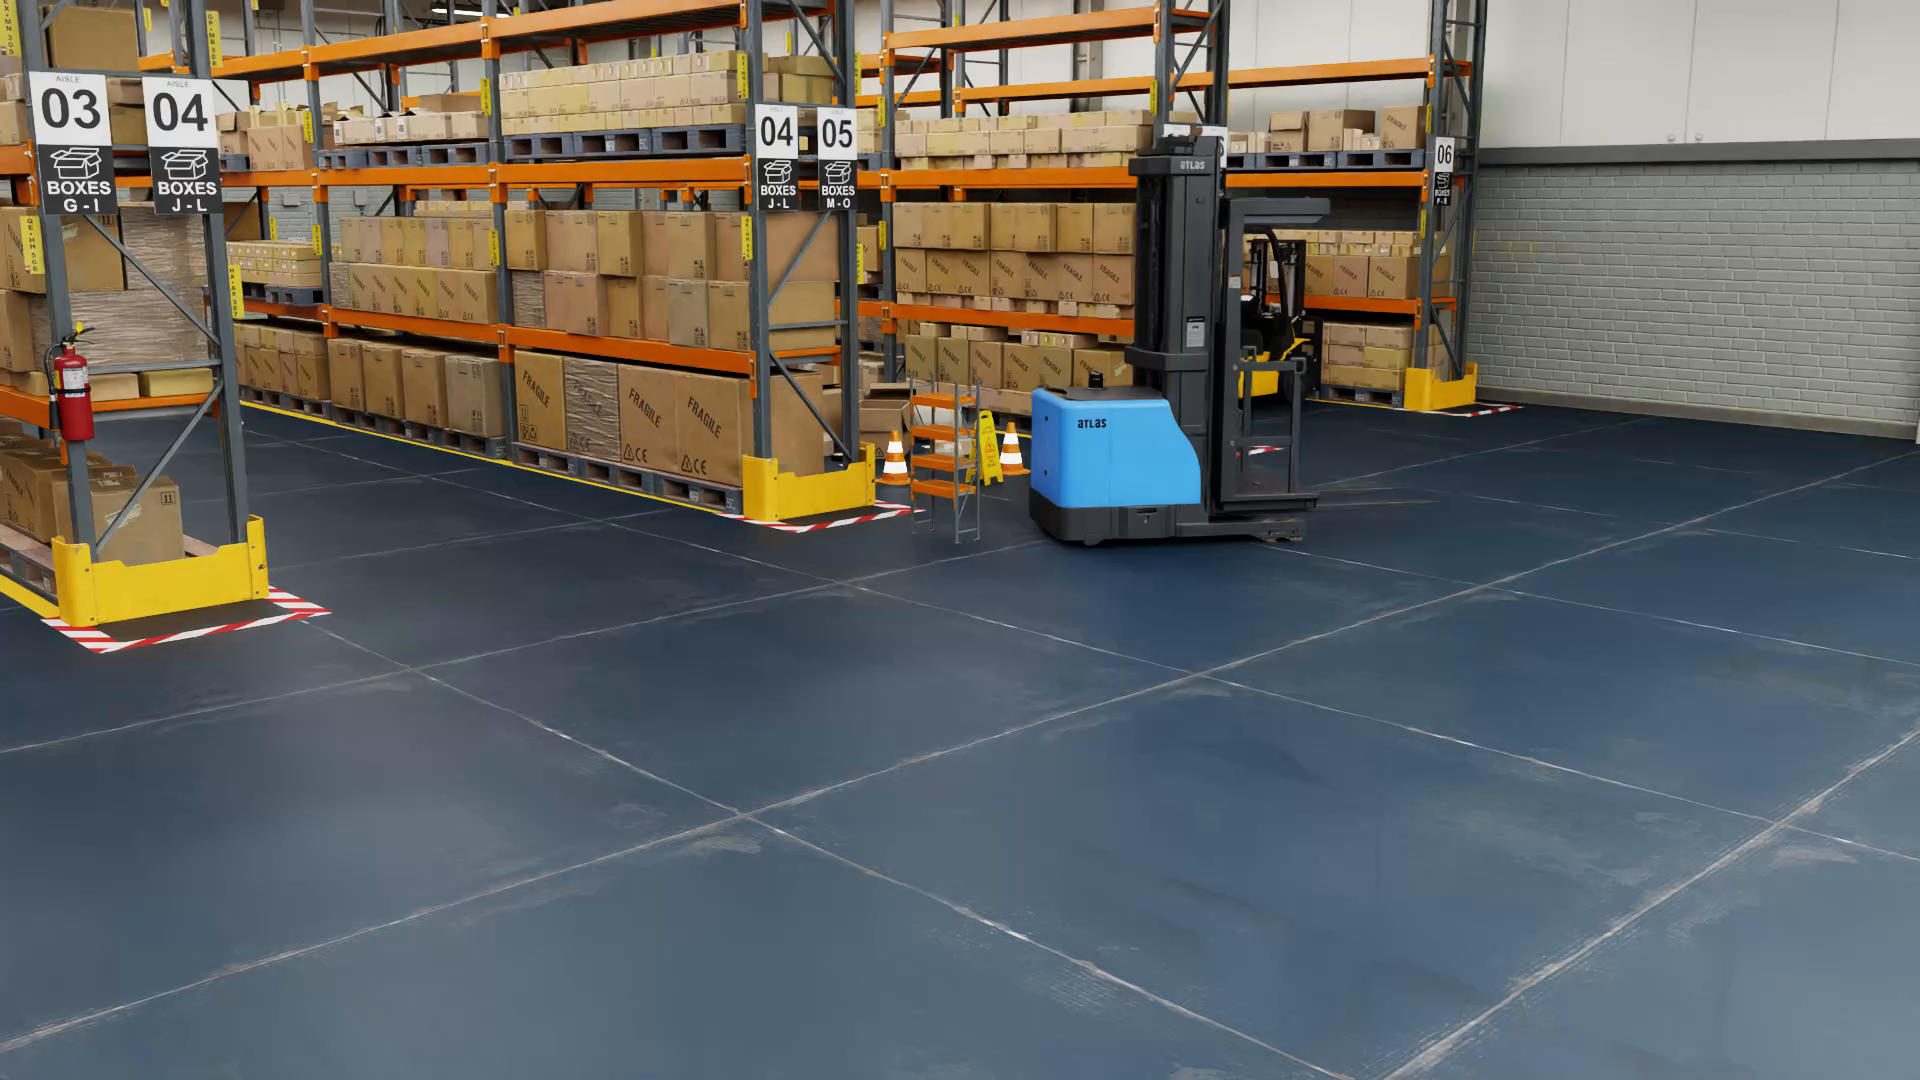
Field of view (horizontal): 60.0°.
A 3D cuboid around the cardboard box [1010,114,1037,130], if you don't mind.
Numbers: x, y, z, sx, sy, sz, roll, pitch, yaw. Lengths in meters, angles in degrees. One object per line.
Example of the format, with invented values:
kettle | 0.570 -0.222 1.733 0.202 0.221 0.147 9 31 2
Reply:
cardboard box | 0.744 -4.385 17.475 0.380 0.149 0.250 -10 16 -41

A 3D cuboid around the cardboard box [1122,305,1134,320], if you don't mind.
cardboard box | 1.861 -2.323 16.875 0.380 0.149 0.250 -10 15 -41

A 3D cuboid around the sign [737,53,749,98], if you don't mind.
sign | -1.638 -3.507 12.569 0.100 0.325 0.005 -11 16 -43

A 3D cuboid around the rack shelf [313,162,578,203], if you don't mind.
rack shelf | -5.379 -3.709 17.330 1.077 0.370 4.000 -11 16 -43

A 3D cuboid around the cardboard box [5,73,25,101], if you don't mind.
cardboard box | -5.311 -2.628 9.685 0.380 0.149 0.250 -11 16 -43

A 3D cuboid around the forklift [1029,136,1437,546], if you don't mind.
forklift | 2.107 -1.519 12.522 3.031 2.935 1.130 -2 12 -11

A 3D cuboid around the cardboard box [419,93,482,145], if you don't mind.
cardboard box | -5.358 -4.442 17.570 0.500 0.500 0.500 -11 16 -43

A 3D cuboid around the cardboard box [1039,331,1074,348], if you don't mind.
cardboard box | 1.059 -2.127 17.610 0.380 0.149 0.250 -11 16 -42

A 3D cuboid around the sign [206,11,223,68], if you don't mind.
sign | -4.501 -3.013 10.003 0.100 0.325 0.005 -11 16 -43

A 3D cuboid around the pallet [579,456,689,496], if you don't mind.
pallet | -2.683 -0.635 14.969 1.003 0.211 1.213 -11 16 -43

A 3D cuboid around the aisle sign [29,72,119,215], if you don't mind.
aisle sign | -5.067 -2.263 9.518 0.394 0.787 0.004 -11 16 -43

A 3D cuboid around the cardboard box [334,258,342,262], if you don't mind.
cardboard box | -7.138 -3.250 19.599 0.380 0.149 0.250 -10 15 -40

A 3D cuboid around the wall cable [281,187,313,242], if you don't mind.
wall cable | -12.686 -6.089 31.936 0.585 1.953 0.123 -11 16 -43

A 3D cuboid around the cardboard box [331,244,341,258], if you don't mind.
cardboard box | -7.293 -3.428 19.724 0.380 0.149 0.250 -11 16 -43

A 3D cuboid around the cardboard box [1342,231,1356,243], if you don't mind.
cardboard box | 4.951 -3.761 20.643 0.380 0.149 0.250 -11 16 -42

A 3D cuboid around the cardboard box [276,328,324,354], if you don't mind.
cardboard box | -7.779 -2.368 19.769 0.500 0.250 0.500 -11 16 -42

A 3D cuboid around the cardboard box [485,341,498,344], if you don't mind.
cardboard box | -6.987 -3.360 26.597 0.875 0.438 0.875 11 16 43

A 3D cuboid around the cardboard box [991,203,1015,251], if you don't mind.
cardboard box | 0.749 -3.377 17.905 0.700 0.500 0.500 -11 16 -43

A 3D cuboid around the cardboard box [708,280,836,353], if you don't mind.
cardboard box | -1.525 -1.838 13.527 0.875 0.550 0.550 -11 16 -43

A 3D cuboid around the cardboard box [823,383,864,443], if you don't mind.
cardboard box | -1.421 -1.304 17.157 0.797 0.637 0.503 -11 16 -43

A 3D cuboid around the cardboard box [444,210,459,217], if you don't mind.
cardboard box | -7.927 -5.037 26.699 0.500 0.500 0.500 -11 16 -43

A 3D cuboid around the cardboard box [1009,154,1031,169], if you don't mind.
cardboard box | 0.733 -3.998 17.574 0.380 0.149 0.250 -11 16 -43

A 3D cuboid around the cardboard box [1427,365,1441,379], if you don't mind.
cardboard box | 5.664 -2.071 20.805 0.500 0.250 0.500 -11 16 -42

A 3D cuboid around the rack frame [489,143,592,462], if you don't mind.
rack frame | -3.998 -2.300 16.144 1.000 3.000 0.127 -11 16 -43

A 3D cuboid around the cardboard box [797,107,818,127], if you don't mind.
cardboard box | -1.241 -3.412 13.440 0.380 0.149 0.250 -11 16 -42

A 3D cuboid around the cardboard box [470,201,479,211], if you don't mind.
cardboard box | -7.473 -5.259 26.169 0.380 0.149 0.250 -11 16 -43

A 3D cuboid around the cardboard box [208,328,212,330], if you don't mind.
cardboard box | -10.975 -2.968 23.932 0.380 0.149 0.250 -10 15 -40

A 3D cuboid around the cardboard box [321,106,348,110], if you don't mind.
cardboard box | -7.401 -4.982 19.579 0.396 0.266 0.258 -11 16 -43

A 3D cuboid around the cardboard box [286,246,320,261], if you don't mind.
cardboard box | -7.431 -3.266 18.937 0.250 0.149 0.380 11 16 43

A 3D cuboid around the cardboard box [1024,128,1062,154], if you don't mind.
cardboard box | 1.018 -4.148 17.314 0.500 0.250 0.500 -10 16 -41

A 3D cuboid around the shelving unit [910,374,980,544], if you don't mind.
shelving unit | -0.114 -0.612 12.408 0.258 1.200 0.503 -11 16 -43

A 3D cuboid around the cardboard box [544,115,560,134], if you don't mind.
cardboard box | -3.468 -3.690 14.788 0.380 0.149 0.250 -11 16 -43

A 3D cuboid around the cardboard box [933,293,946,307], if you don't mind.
cardboard box | -0.085 -2.727 18.837 0.380 0.149 0.250 -11 16 -43

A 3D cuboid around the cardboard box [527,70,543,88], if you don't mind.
cardboard box | -3.641 -4.117 14.886 0.380 0.149 0.250 -11 16 -43

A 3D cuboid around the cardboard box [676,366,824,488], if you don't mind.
cardboard box | -1.752 -0.971 13.918 0.875 0.875 0.875 -11 16 -42

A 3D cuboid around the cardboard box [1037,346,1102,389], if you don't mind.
cardboard box | 1.170 -1.804 17.648 0.500 0.500 0.500 -10 15 -40

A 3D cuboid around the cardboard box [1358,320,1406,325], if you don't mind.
cardboard box | 5.319 -2.631 21.044 0.500 0.250 0.500 -11 16 -42

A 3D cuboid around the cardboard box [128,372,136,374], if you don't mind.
cardboard box | -5.076 -1.031 10.605 0.380 0.149 0.250 -11 16 -43

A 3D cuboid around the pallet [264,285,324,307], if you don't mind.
pallet | -7.330 -2.879 19.429 1.213 0.211 1.003 -11 16 -43

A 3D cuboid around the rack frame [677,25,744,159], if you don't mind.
rack frame | -3.250 -6.527 21.791 1.000 3.000 0.127 -11 16 -43

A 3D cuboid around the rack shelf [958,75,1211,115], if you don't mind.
rack shelf | 1.718 -6.379 23.847 1.077 0.370 4.000 -11 16 -43

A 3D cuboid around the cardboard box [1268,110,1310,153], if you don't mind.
cardboard box | 4.369 -5.173 21.106 0.797 0.503 0.637 -10 15 -41

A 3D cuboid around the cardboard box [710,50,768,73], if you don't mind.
cardboard box | -1.714 -3.710 12.909 0.380 0.149 0.250 -11 16 -42

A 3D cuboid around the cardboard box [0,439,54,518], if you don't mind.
cardboard box | -7.007 -0.459 12.359 0.500 0.500 0.500 -5 13 -25

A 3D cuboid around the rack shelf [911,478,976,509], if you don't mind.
rack shelf | -0.114 -0.351 12.461 0.258 0.148 0.480 -11 16 -43

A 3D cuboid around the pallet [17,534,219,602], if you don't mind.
pallet | -5.481 0.191 10.961 1.003 0.211 1.213 -11 16 -43

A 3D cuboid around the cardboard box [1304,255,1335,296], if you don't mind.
cardboard box | 4.626 -3.349 20.987 0.500 0.500 0.500 -11 16 -44

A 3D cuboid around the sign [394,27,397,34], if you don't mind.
sign | -9.181 -8.153 26.977 0.100 0.325 0.005 -11 16 -43

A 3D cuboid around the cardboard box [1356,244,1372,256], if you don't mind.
cardboard box | 5.087 -3.571 20.456 0.380 0.149 0.250 -11 16 -42

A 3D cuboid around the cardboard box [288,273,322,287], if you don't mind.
cardboard box | -7.434 -2.975 18.999 0.380 0.149 0.250 -11 16 -42

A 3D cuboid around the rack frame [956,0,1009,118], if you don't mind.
rack frame | 0.337 -7.219 25.151 1.000 3.000 0.127 -11 16 -43

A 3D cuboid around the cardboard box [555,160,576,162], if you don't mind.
cardboard box | -5.614 -5.727 24.055 0.500 0.500 0.500 -11 16 -44

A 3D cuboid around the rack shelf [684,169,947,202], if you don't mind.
rack shelf | -1.869 -4.414 20.750 1.077 0.370 4.000 -11 16 -43

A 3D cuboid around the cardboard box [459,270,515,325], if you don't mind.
cardboard box | -4.552 -2.388 16.322 0.500 0.500 0.500 -11 16 -43
